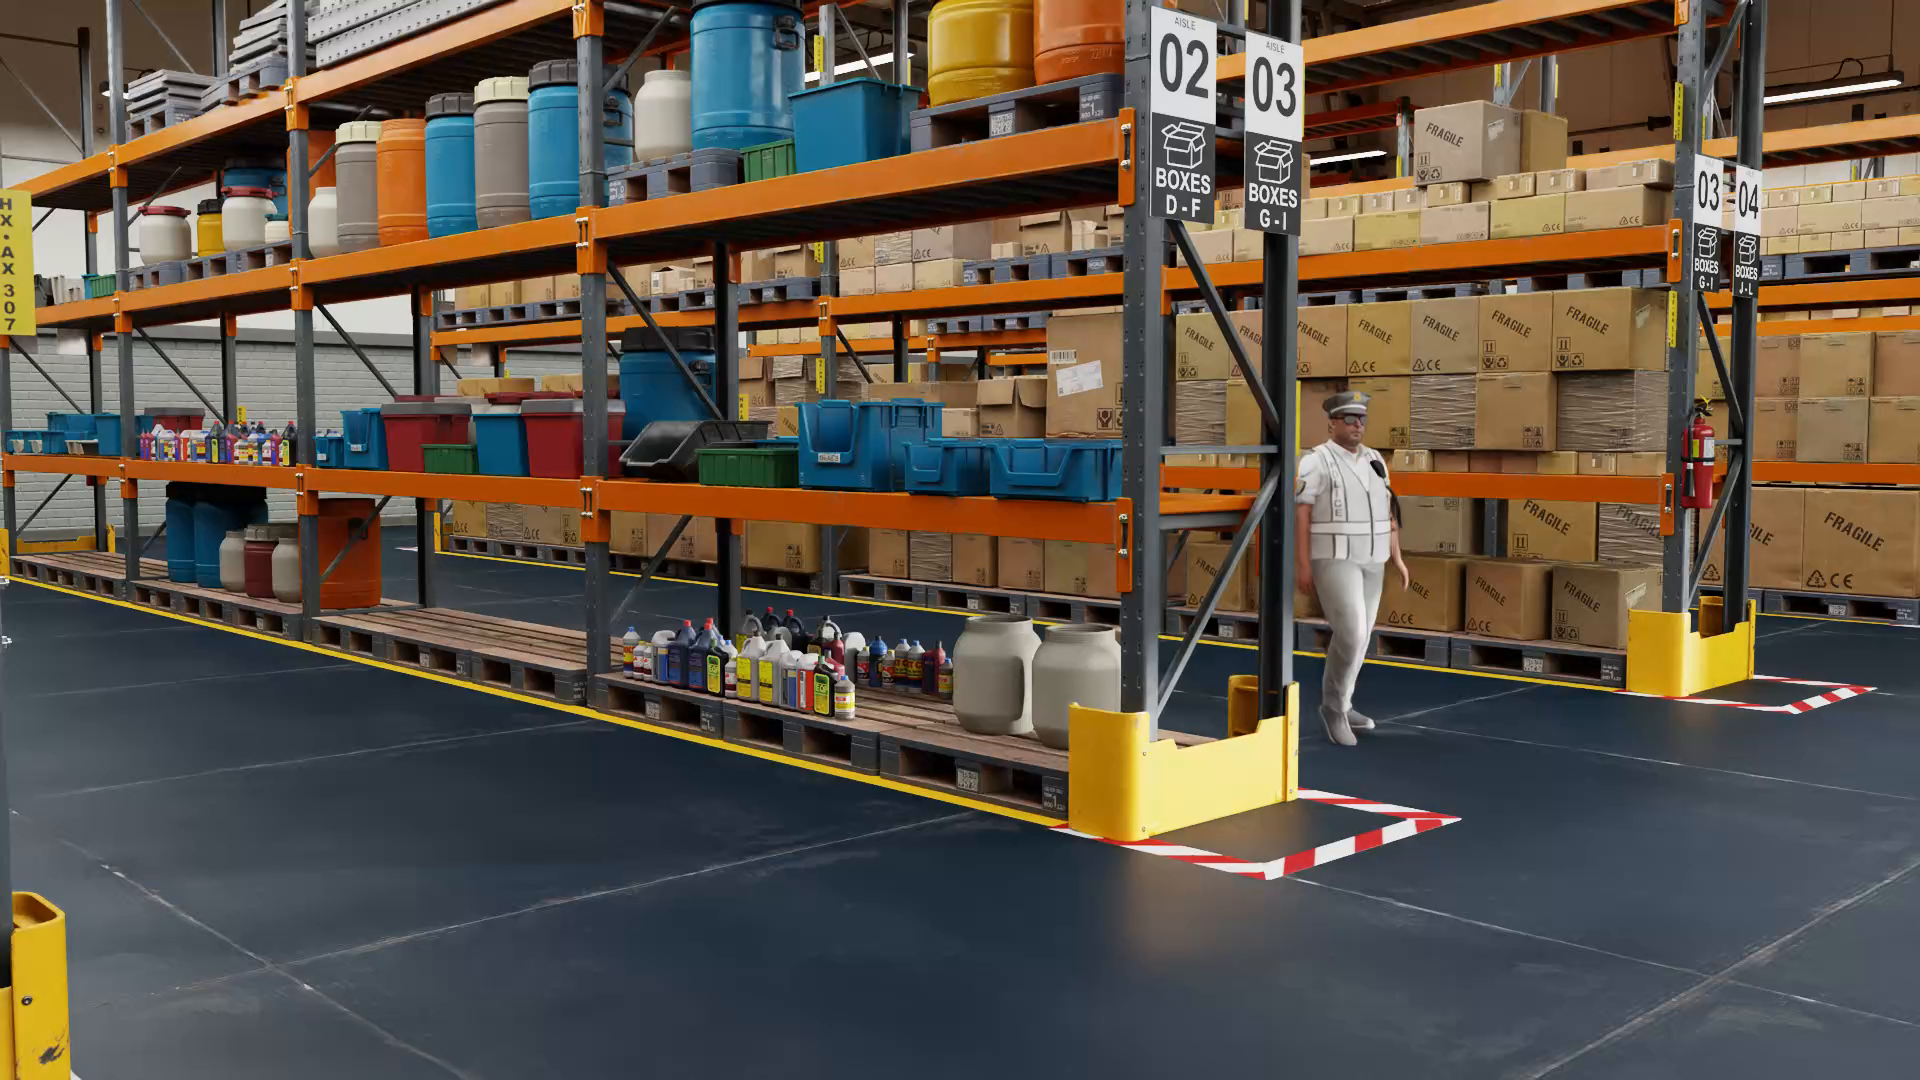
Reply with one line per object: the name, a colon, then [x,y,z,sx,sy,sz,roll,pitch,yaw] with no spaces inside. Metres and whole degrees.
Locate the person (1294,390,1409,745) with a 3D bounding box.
person: [2.036,0.150,8.591,0.536,1.840,0.493,-2,4,-27]
